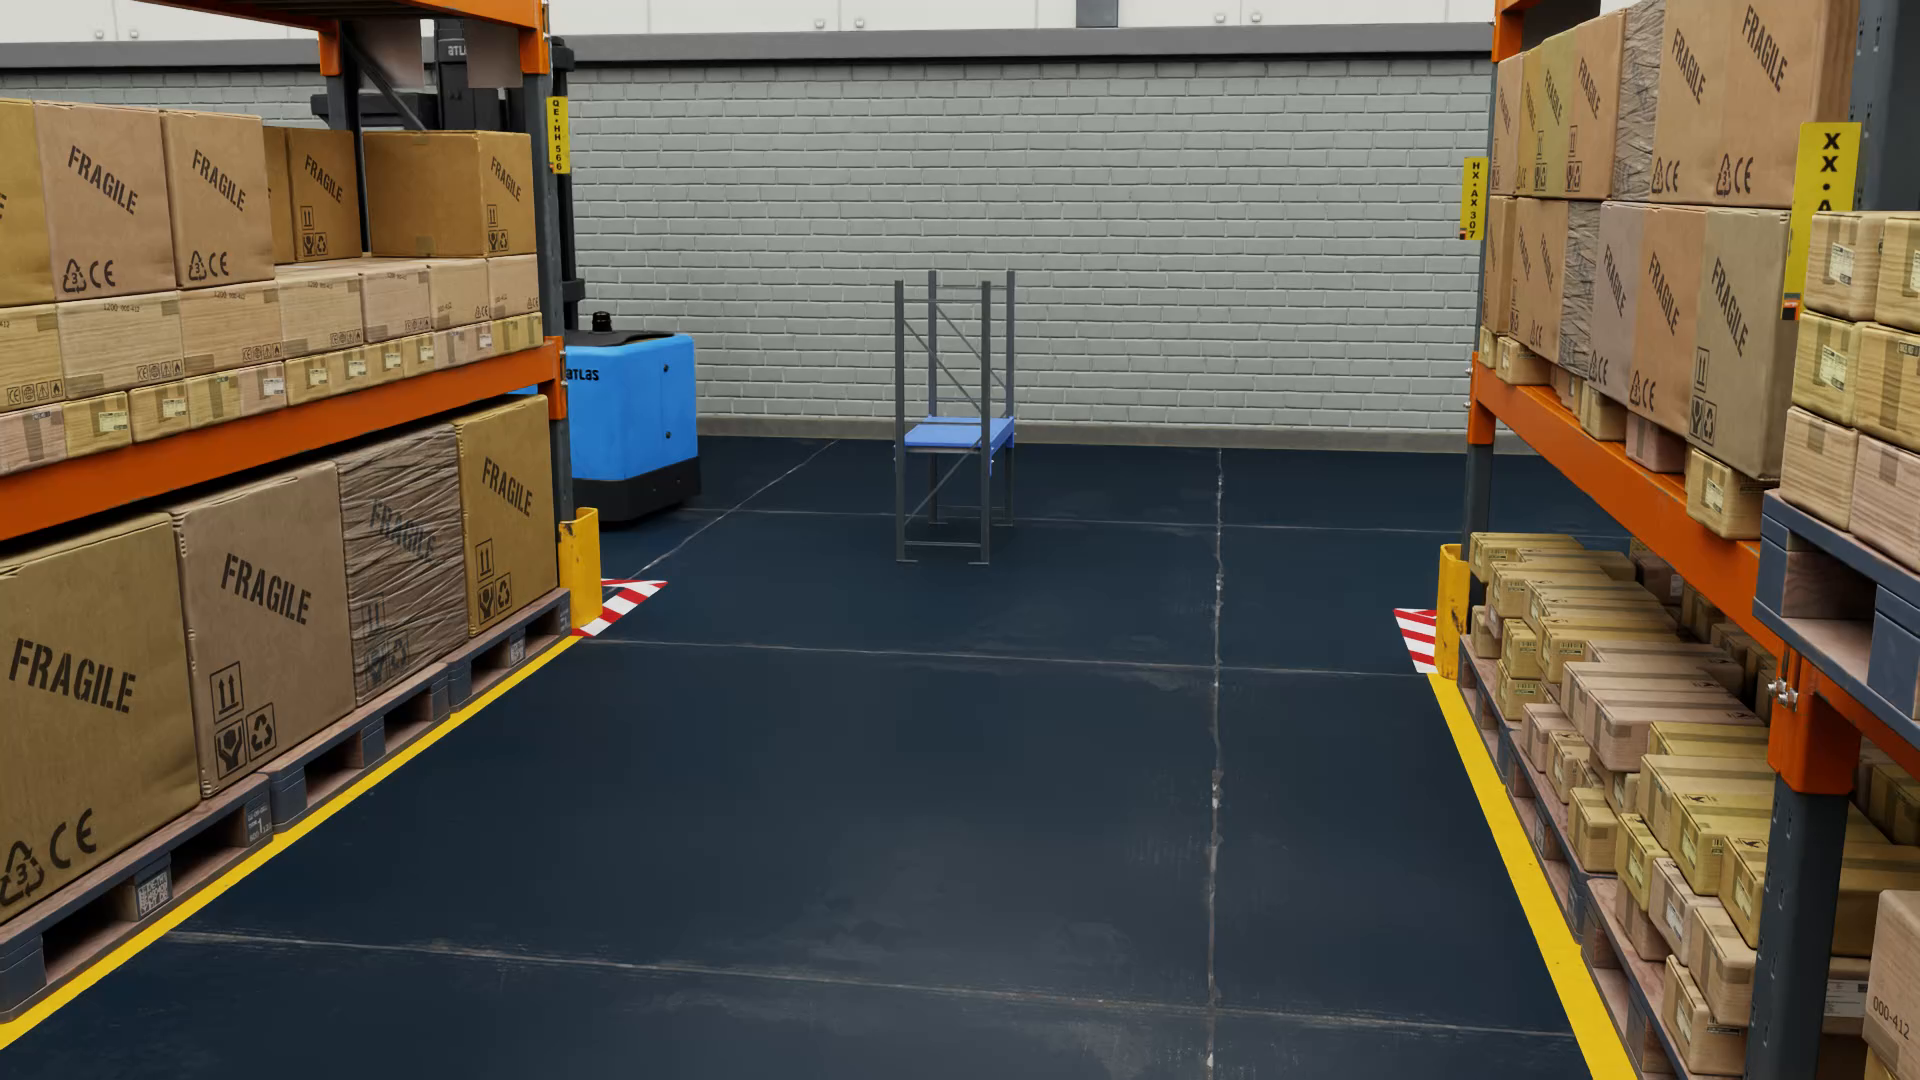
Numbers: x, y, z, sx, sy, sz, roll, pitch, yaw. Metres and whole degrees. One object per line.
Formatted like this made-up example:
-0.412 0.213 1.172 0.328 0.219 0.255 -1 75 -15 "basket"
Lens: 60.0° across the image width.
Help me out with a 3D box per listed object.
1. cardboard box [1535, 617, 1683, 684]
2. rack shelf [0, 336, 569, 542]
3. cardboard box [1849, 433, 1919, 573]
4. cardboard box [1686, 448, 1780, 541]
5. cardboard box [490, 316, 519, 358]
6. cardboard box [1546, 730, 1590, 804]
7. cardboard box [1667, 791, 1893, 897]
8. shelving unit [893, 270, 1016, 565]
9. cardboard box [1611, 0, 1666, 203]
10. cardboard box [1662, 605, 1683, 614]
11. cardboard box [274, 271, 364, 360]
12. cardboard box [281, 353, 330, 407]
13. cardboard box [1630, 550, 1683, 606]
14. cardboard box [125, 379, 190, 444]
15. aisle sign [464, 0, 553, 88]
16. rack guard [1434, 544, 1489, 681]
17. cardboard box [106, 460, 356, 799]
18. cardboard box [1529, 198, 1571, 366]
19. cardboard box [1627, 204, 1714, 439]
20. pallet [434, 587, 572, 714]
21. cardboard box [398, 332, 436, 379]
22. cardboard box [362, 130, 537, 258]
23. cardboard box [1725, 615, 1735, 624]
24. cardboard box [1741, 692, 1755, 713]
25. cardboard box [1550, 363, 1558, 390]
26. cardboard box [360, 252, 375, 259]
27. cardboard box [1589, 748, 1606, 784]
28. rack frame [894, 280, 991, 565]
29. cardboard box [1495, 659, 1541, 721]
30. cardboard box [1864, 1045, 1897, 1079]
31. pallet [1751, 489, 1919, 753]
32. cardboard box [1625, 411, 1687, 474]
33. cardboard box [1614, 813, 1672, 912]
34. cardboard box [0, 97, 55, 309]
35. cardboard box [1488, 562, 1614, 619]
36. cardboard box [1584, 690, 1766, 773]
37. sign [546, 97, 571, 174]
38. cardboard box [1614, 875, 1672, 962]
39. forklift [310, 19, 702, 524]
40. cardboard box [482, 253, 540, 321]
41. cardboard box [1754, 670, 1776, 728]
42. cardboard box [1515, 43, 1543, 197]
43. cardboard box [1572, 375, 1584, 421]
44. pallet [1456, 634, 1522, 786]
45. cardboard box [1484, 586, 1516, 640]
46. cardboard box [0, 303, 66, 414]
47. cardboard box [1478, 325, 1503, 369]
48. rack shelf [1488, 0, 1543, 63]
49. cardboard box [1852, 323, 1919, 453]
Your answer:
1.996 0.346 5.125 0.380 0.149 0.250 2 12 10 "cardboard box"
-2.598 -0.338 5.648 1.077 0.370 4.000 2 12 9 "rack shelf"
1.428 -0.049 2.199 0.380 0.149 0.250 2 12 10 "cardboard box"
1.724 -0.093 3.400 0.380 0.149 0.250 2 12 7 "cardboard box"
-2.058 -0.844 6.886 0.380 0.149 0.250 2 12 9 "cardboard box"
1.973 0.685 4.963 0.380 0.149 0.250 2 12 9 "cardboard box"
1.777 0.669 3.626 0.380 0.149 0.250 2 12 9 "cardboard box"
-0.013 -0.715 9.253 0.538 1.500 1.048 2 12 9 "shelving unit"
1.952 -1.095 4.137 0.500 0.500 0.500 2 12 10 "cardboard box"
2.702 0.291 6.088 0.380 0.149 0.250 2 12 7 "cardboard box"
-2.335 -0.748 5.495 0.500 0.250 0.500 2 12 9 "cardboard box"
-2.293 -0.526 5.409 0.380 0.149 0.250 2 12 7 "cardboard box"
2.669 0.142 6.071 0.380 0.149 0.250 2 12 10 "cardboard box"
-2.412 -0.365 4.665 0.380 0.149 0.250 2 12 7 "cardboard box"
-1.983 -2.382 7.255 0.394 0.787 0.004 2 12 9 "aisle sign"
2.583 0.314 6.851 1.175 0.500 0.348 2 12 9 "rack guard"
-2.587 0.238 5.315 0.875 0.875 0.875 2 12 9 "cardboard box"
2.108 -0.820 5.235 0.500 0.500 0.500 2 12 9 "cardboard box"
1.856 -0.504 3.766 0.500 0.500 0.500 2 12 7 "cardboard box"
-2.336 0.426 7.014 1.003 0.211 1.213 2 12 9 "pallet"
-2.175 -0.685 6.150 0.380 0.149 0.250 2 12 7 "cardboard box"
-2.106 -1.434 6.899 0.500 0.500 0.500 2 12 9 "cardboard box"
2.665 0.310 5.293 0.380 0.149 0.250 2 12 11 "cardboard box"
2.593 0.507 5.084 0.380 0.149 0.250 3 12 11 "cardboard box"
2.224 -0.577 5.649 0.380 0.149 0.250 2 12 11 "cardboard box"
-2.631 -1.087 7.066 0.500 0.250 0.500 2 12 7 "cardboard box"
1.984 0.605 4.631 0.380 0.149 0.250 1 12 6 "cardboard box"
-0.091 -0.610 8.762 0.500 1.500 0.032 2 12 9 "rack frame"
2.060 0.522 5.722 0.380 0.149 0.250 2 12 9 "cardboard box"
1.604 1.071 2.342 0.500 0.500 0.500 2 12 11 "cardboard box"
1.718 0.157 2.101 1.003 0.211 1.213 2 12 9 "pallet"
1.901 -0.257 4.161 0.380 0.149 0.250 1 12 6 "cardboard box"
1.767 0.763 3.899 0.380 0.149 0.250 1 12 7 "cardboard box"
-2.579 -0.803 3.970 0.500 0.500 0.500 2 12 9 "cardboard box"
2.090 0.181 5.891 0.380 0.149 0.250 2 12 8 "cardboard box"
1.876 0.506 4.382 0.380 0.149 0.250 1 12 6 "cardboard box"
-1.756 -1.767 7.262 0.100 0.325 0.005 2 12 9 "sign"
1.803 0.896 3.987 0.380 0.149 0.250 1 12 7 "cardboard box"
-3.211 -1.672 10.293 3.031 2.935 1.130 4 13 18 "forklift"
-2.103 -1.068 6.981 0.500 0.250 0.500 2 12 8 "cardboard box"
2.426 0.467 4.565 0.380 0.149 0.250 1 12 6 "cardboard box"
2.192 -1.417 5.631 0.500 0.500 0.500 2 12 10 "cardboard box"
2.032 -0.418 4.909 0.380 0.149 0.250 2 12 11 "cardboard box"
2.423 0.623 6.102 1.003 0.211 1.213 2 12 9 "pallet"
2.163 0.275 6.162 0.380 0.149 0.250 2 12 8 "cardboard box"
-2.575 -0.434 4.039 0.500 0.250 0.500 2 12 8 "cardboard box"
2.221 -0.744 6.424 0.380 0.149 0.250 2 12 8 "cardboard box"
2.287 -1.622 4.489 1.077 0.370 4.000 2 12 9 "rack shelf"
1.427 -0.198 2.186 0.380 0.149 0.250 2 12 8 "cardboard box"
